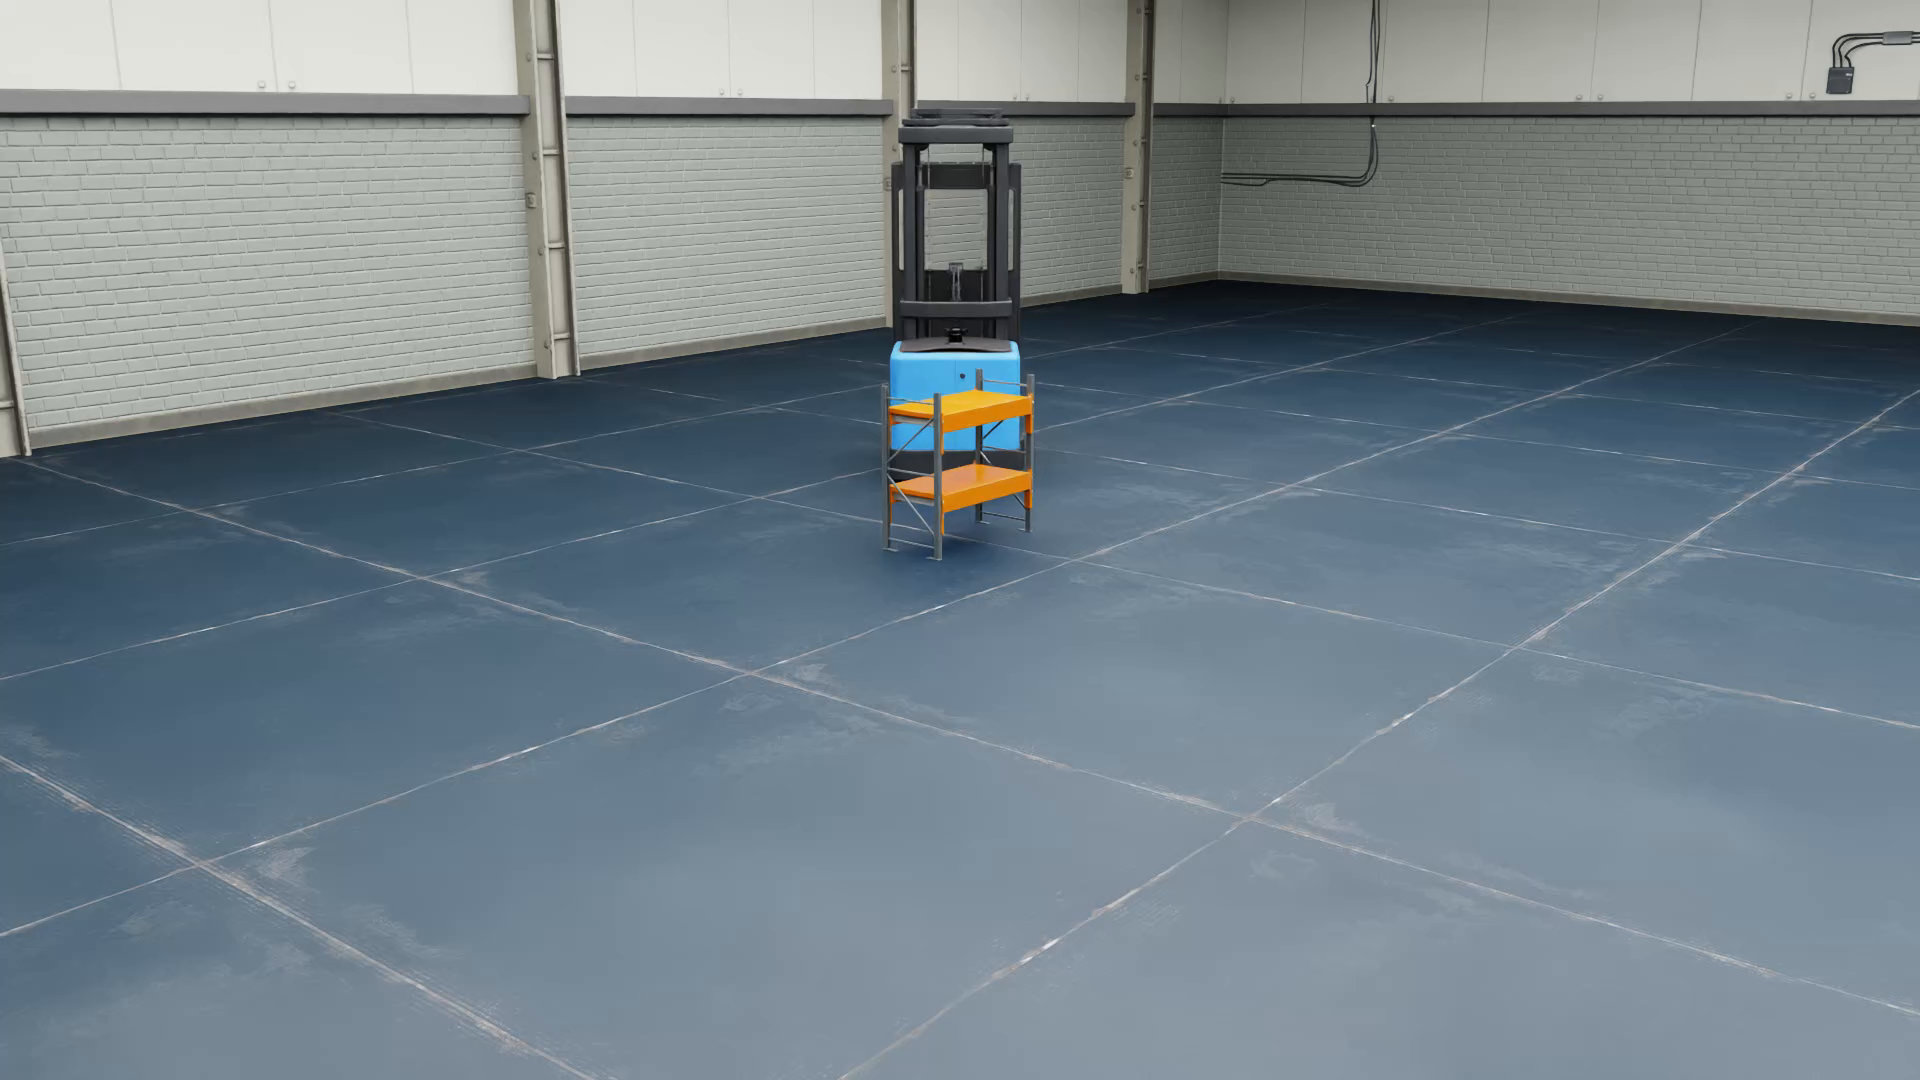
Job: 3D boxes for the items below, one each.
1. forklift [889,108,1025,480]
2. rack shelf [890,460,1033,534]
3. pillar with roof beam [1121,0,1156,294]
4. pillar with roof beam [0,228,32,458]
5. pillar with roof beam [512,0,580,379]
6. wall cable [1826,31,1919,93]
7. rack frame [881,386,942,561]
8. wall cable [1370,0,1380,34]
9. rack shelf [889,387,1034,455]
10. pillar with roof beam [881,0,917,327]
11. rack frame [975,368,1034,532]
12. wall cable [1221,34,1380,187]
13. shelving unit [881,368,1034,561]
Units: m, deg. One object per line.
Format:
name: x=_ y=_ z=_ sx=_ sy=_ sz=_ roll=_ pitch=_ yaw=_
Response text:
forklift: x=-0.030 y=-2.197 z=14.320 sx=1.130 sy=2.935 sz=3.031 roll=0 pitch=14 yaw=0
rack shelf: x=-0.004 y=-0.307 z=11.540 sx=0.538 sy=0.278 sz=1.000 roll=11 pitch=18 yaw=38
pillar with roof beam: x=6.295 y=-7.874 z=24.343 sx=9.100 sy=9.000 sz=0.400 roll=11 pitch=18 yaw=38
pillar with roof beam: x=-5.018 y=-4.427 z=10.774 sx=9.100 sy=9.000 sz=0.400 roll=11 pitch=18 yaw=38
pillar with roof beam: x=-1.247 y=-5.576 z=15.297 sx=9.100 sy=9.000 sz=0.400 roll=11 pitch=18 yaw=38
wall cable: x=13.201 y=-9.076 z=22.167 sx=2.305 sy=6.003 sz=0.169 roll=11 pitch=18 yaw=38
rack frame: x=-0.324 y=-0.447 z=11.096 sx=0.500 sy=1.125 sz=0.032 roll=11 pitch=18 yaw=38
wall cable: x=7.931 y=-9.424 z=26.493 sx=3.097 sy=2.526 sz=0.112 roll=11 pitch=18 yaw=38
rack shelf: x=-0.004 y=-0.828 z=11.407 sx=0.538 sy=0.278 sz=1.000 roll=11 pitch=18 yaw=38
pillar with roof beam: x=2.524 y=-6.725 z=19.820 sx=9.100 sy=9.000 sz=0.400 roll=11 pitch=18 yaw=38
rack frame: x=0.315 y=-0.641 z=11.863 sx=0.500 sy=1.125 sz=0.032 roll=11 pitch=18 yaw=38
wall cable: x=5.827 y=-7.395 z=28.763 sx=3.097 sy=2.526 sz=0.112 roll=11 pitch=18 yaw=38
shelving unit: x=-0.004 y=-0.544 z=11.479 sx=0.538 sy=1.125 sz=1.048 roll=11 pitch=18 yaw=38
